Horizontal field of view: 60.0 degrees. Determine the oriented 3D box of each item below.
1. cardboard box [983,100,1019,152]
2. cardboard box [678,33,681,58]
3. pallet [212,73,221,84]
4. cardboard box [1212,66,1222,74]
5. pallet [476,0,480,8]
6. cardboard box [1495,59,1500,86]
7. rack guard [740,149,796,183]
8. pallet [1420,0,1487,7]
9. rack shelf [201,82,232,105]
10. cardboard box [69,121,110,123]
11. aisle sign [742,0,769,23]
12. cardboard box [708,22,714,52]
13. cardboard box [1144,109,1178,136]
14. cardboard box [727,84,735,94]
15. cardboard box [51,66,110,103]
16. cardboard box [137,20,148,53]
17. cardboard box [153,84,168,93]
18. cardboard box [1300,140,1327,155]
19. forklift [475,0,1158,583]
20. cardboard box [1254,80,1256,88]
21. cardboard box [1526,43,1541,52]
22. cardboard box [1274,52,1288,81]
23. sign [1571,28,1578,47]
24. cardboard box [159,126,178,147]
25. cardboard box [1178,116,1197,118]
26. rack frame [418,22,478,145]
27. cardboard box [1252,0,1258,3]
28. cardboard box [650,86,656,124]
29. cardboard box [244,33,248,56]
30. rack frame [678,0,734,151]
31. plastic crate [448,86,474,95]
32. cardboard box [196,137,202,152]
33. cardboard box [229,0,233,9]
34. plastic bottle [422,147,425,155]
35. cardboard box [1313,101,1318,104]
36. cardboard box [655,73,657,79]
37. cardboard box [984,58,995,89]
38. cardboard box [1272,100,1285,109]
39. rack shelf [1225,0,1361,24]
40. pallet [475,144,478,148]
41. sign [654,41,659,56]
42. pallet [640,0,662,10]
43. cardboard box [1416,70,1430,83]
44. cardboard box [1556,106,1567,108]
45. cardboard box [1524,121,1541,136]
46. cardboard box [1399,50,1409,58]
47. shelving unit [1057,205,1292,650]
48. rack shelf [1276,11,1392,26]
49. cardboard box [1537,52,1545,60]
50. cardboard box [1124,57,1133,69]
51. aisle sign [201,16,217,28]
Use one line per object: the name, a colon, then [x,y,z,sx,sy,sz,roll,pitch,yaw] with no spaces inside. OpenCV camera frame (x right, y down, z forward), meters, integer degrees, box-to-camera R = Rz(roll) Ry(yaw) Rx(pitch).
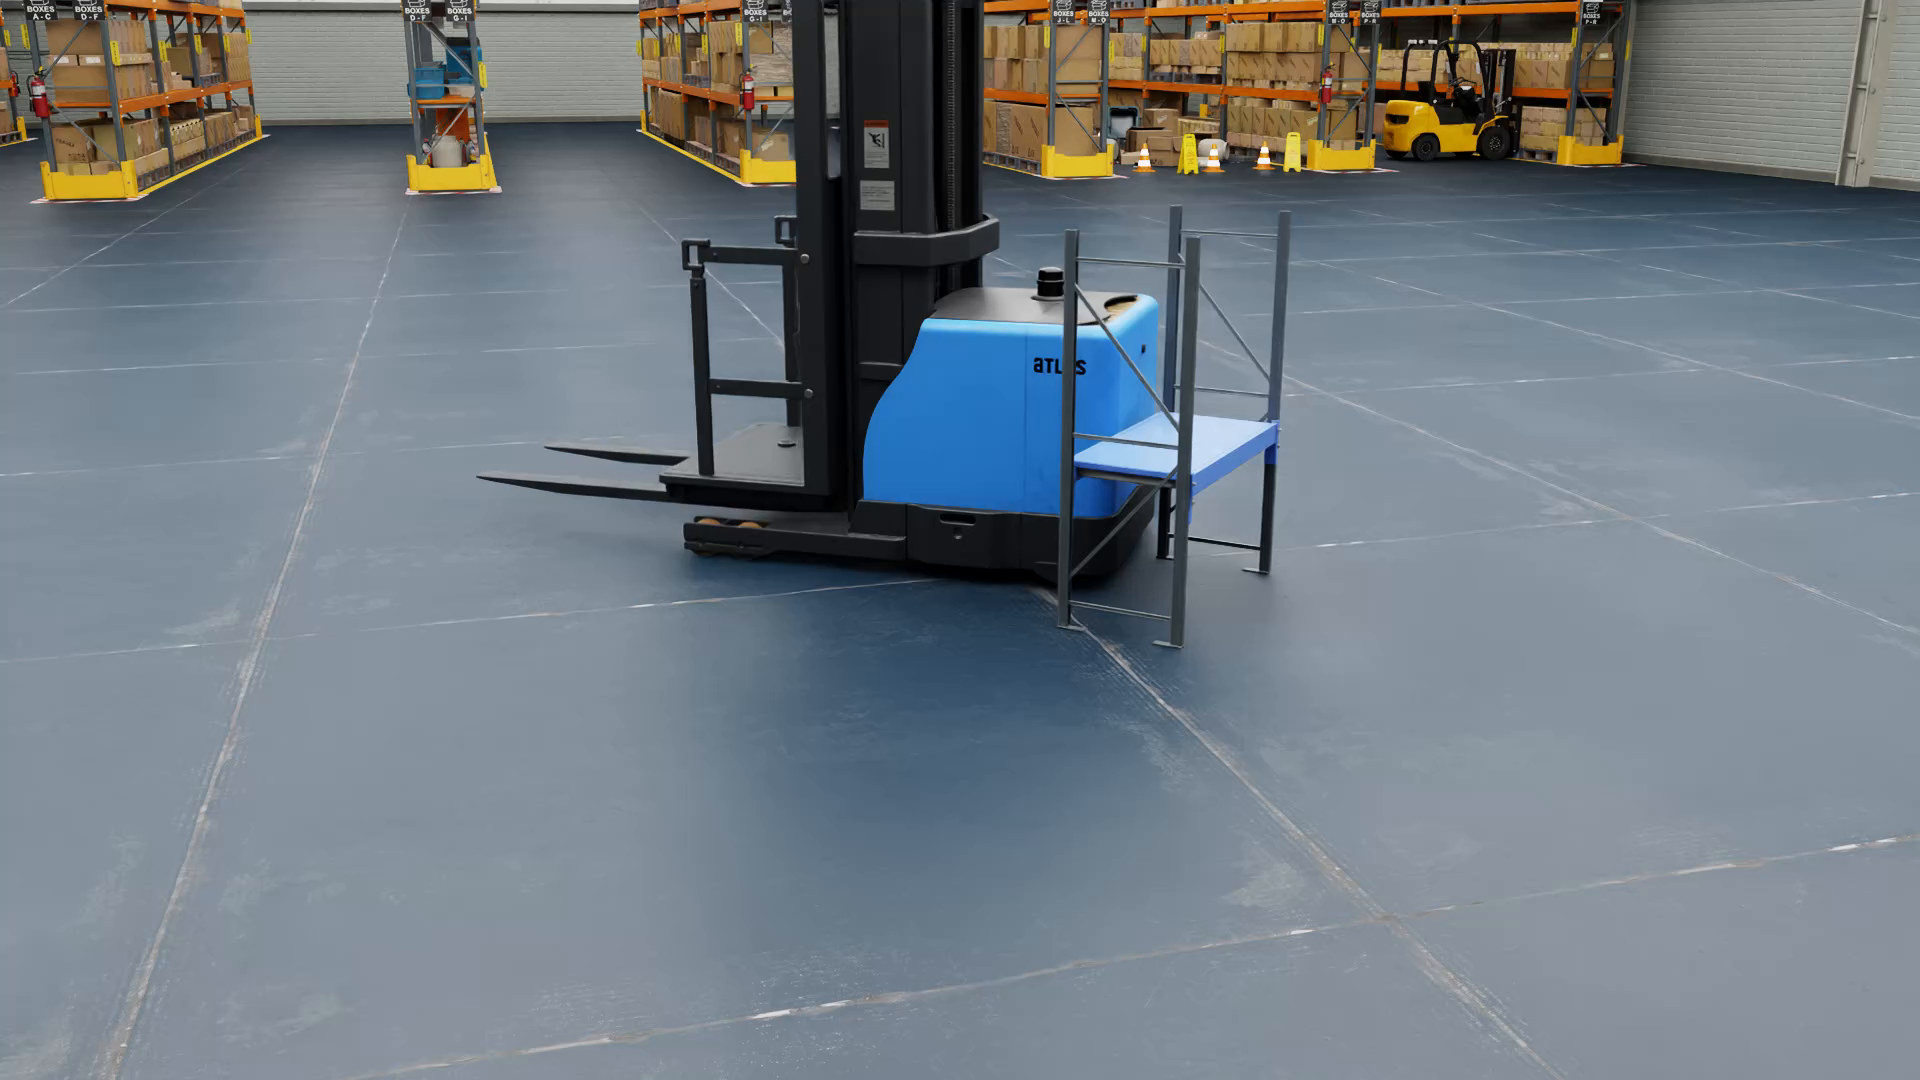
cardboard box: [0.939,-7.593,30.479,0.875,0.875,0.875,-4,17,-14]
cardboard box: [-5.425,-10.244,34.422,0.797,0.503,0.637,-4,17,-14]
pallet: [-15.573,-9.334,33.645,1.003,0.211,1.213,-5,17,-15]
cardboard box: [5.158,-9.210,32.605,0.380,0.149,0.250,-4,17,-14]
pallet: [-10.615,-11.183,34.582,1.213,0.211,1.003,-5,17,-15]
cardboard box: [10.507,-9.024,32.105,0.500,0.500,0.500,-5,17,-16]
rack guard: [-2.885,-5.942,26.366,1.175,0.500,0.348,-5,17,-15]
pallet: [10.081,-10.990,33.942,0.805,0.209,1.217,-5,18,-17]
rack shelf: [-15.138,-8.758,32.644,1.077,0.370,4.000,-5,17,-15]
cardboard box: [-13.249,-6.118,25.353,0.500,0.500,0.500,-5,17,-15]
aisle sign: [-3.136,-8.323,25.426,0.394,0.787,0.004,-5,17,-15]
cardboard box: [-4.084,-8.750,28.937,0.500,0.500,0.500,-5,17,-15]
cardboard box: [3.862,-8.025,31.982,0.500,0.500,0.500,-5,17,-15]
cardboard box: [-3.654,-7.467,27.534,0.380,0.149,0.250,-5,17,-15]
cardboard box: [-12.506,-6.514,23.751,0.700,0.500,0.500,-5,17,-15]
cardboard box: [-13.362,-7.990,26.408,0.700,0.500,0.500,-5,17,-15]
cardboard box: [-13.536,-7.584,27.921,0.380,0.149,0.250,-5,17,-15]
cardboard box: [6.177,-6.995,29.575,0.500,0.250,0.500,-5,17,-16]
forklift: [-0.691,-1.452,7.192,3.031,2.935,1.130,5,17,16]
cardboard box: [5.702,-8.496,30.960,0.380,0.149,0.250,-5,17,-16]
cardboard box: [10.764,-9.153,30.890,0.380,0.149,0.250,-4,17,-14]
cardboard box: [5.983,-8.498,29.838,0.500,0.500,0.500,-5,17,-16]
sign: [10.910,-8.924,29.524,0.100,0.325,0.005,-5,17,-15]
cardboard box: [-13.364,-6.730,27.716,0.500,0.311,0.500,-5,17,-15]
cardboard box: [4.611,-8.900,35.706,0.950,0.372,0.625,-6,18,-19]
rack frame: [-9.825,-8.940,31.999,1.000,3.000,0.127,-5,17,-15]
cardboard box: [5.638,-10.010,30.785,0.380,0.149,0.250,-4,17,-14]
cardboard box: [-7.009,-10.557,40.347,0.875,0.875,0.875,-5,17,-15]
cardboard box: [-16.401,-11.187,37.570,0.500,0.500,0.500,-5,17,-16]
rack frame: [-5.063,-9.331,33.303,1.000,3.000,0.127,-5,17,-15]
plastic crate: [-8.036,-7.278,26.925,0.530,0.136,0.437,-5,17,-15]
cardboard box: [-14.065,-7.165,30.140,0.500,0.250,0.500,-5,17,-16]
cardboard box: [-15.994,-11.590,35.867,0.500,0.250,0.500,-5,17,-15]
plastic bottle: [-8.602,-6.141,26.638,0.061,0.283,0.133,-4,17,-14]
cardboard box: [8.520,-10.309,39.043,0.380,0.149,0.250,-6,18,-18]
cardboard box: [-6.702,-10.518,37.690,0.380,0.149,0.250,-5,17,-16]
cardboard box: [0.946,-8.560,30.474,0.875,0.550,0.550,-5,17,-15]
cardboard box: [5.891,-7.896,30.143,0.380,0.149,0.250,-4,17,-13]
rack shelf: [6.114,-9.547,30.058,1.077,0.370,4.000,-5,17,-15]
pallet: [-9.650,-7.387,31.677,1.003,0.211,1.213,-5,17,-15]
sign: [-6.695,-10.846,36.703,0.100,0.325,0.005,-5,17,-15]
pallet: [-7.047,-12.734,39.570,1.003,0.211,1.213,-5,17,-15]
cardboard box: [9.803,-9.587,34.416,0.500,0.250,0.500,-5,17,-16]
cardboard box: [11.345,-7.944,30.997,0.500,0.250,0.500,-5,17,-15]
cardboard box: [10.874,-7.669,30.948,0.500,0.250,0.500,-5,17,-16]
cardboard box: [9.502,-10.256,35.079,0.380,0.149,0.250,-5,17,-17]
shelving unit: [0.840,-0.482,6.448,0.538,1.500,1.048,9,19,27]
rack shelf: [8.687,-12.154,38.735,1.077,0.370,4.000,-5,17,-15]
cardboard box: [10.903,-8.942,30.706,0.380,0.149,0.250,-5,17,-16]
cardboard box: [3.944,-10.538,36.711,0.500,0.250,0.500,-5,17,-17]
aisle sign: [-17.088,-12.003,37.677,0.394,0.787,0.004,-5,17,-15]
